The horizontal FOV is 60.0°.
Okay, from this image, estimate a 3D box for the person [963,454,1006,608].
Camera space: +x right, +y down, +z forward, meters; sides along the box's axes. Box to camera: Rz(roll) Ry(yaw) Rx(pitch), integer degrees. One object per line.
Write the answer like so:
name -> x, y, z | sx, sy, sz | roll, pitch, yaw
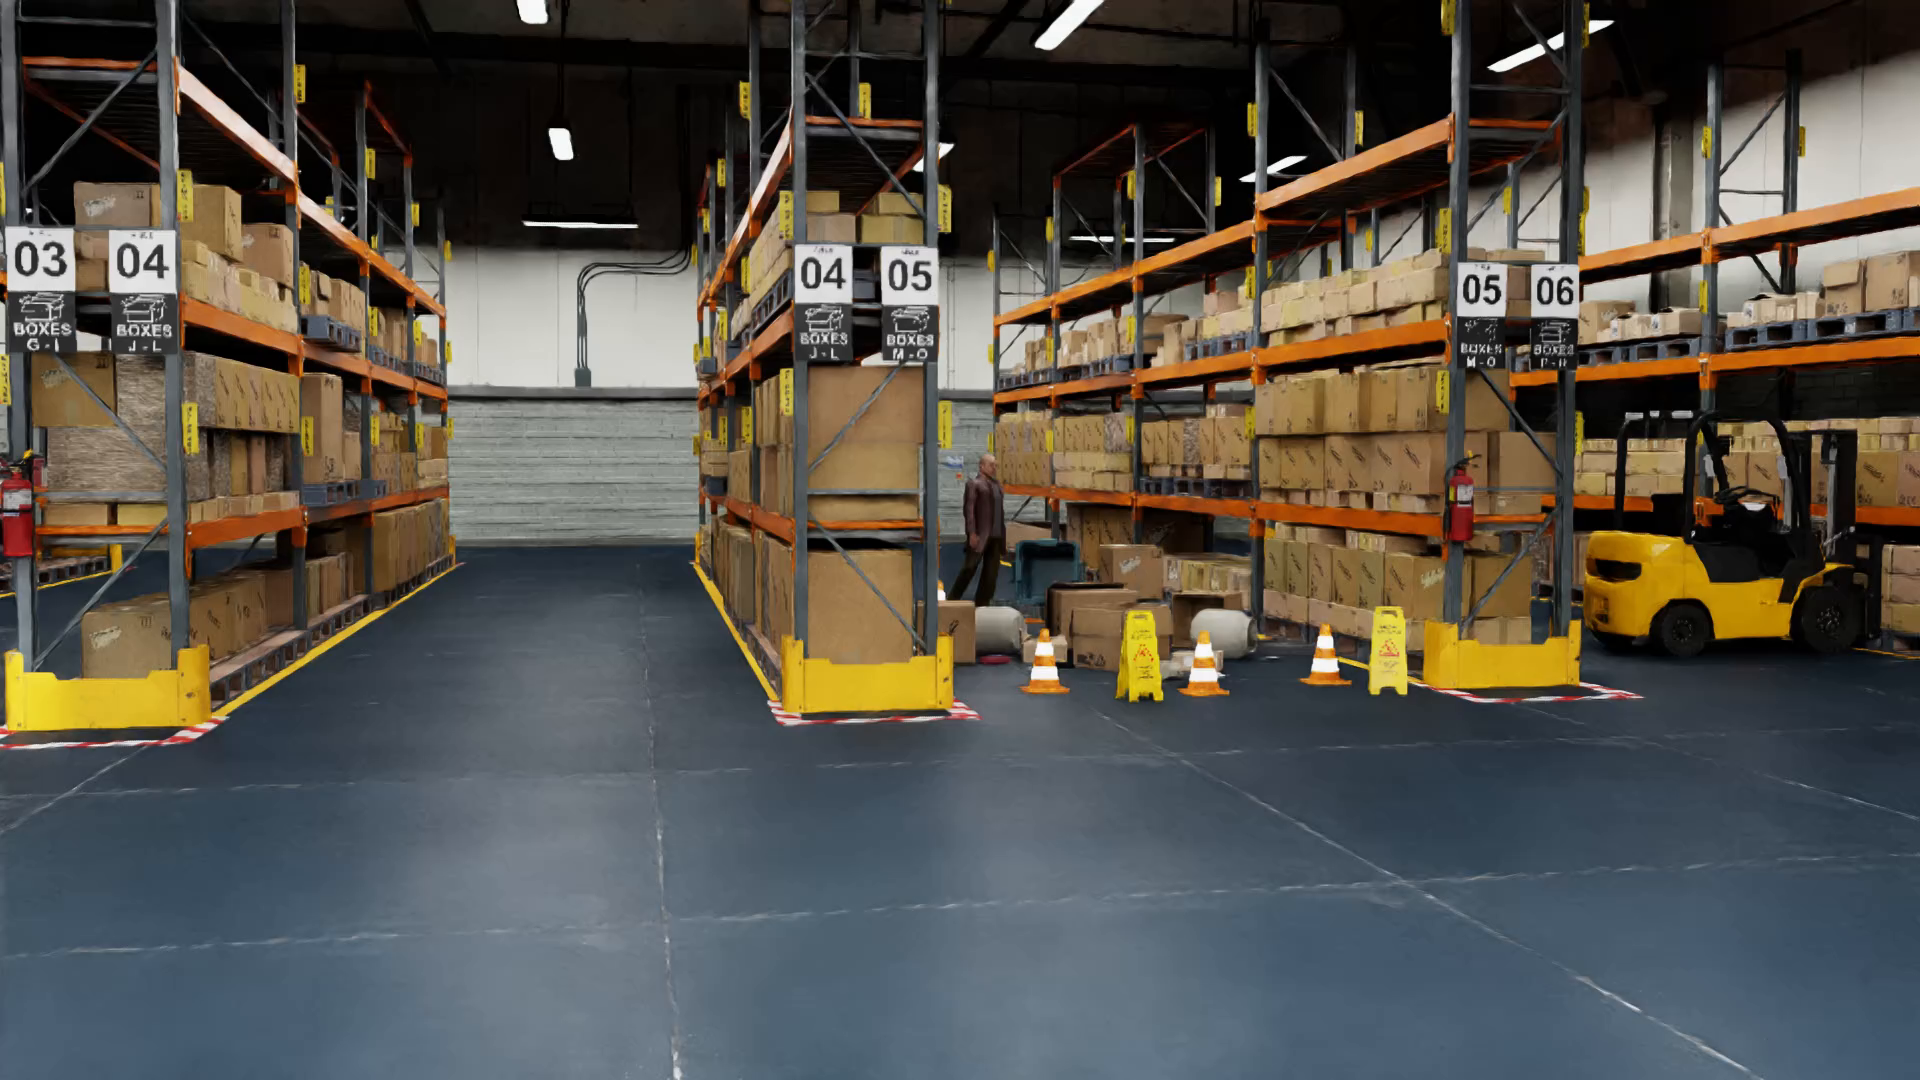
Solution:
person -> 0.149, -0.057, 18.142 | 0.517, 1.769, 0.793 | 3, 4, 44
